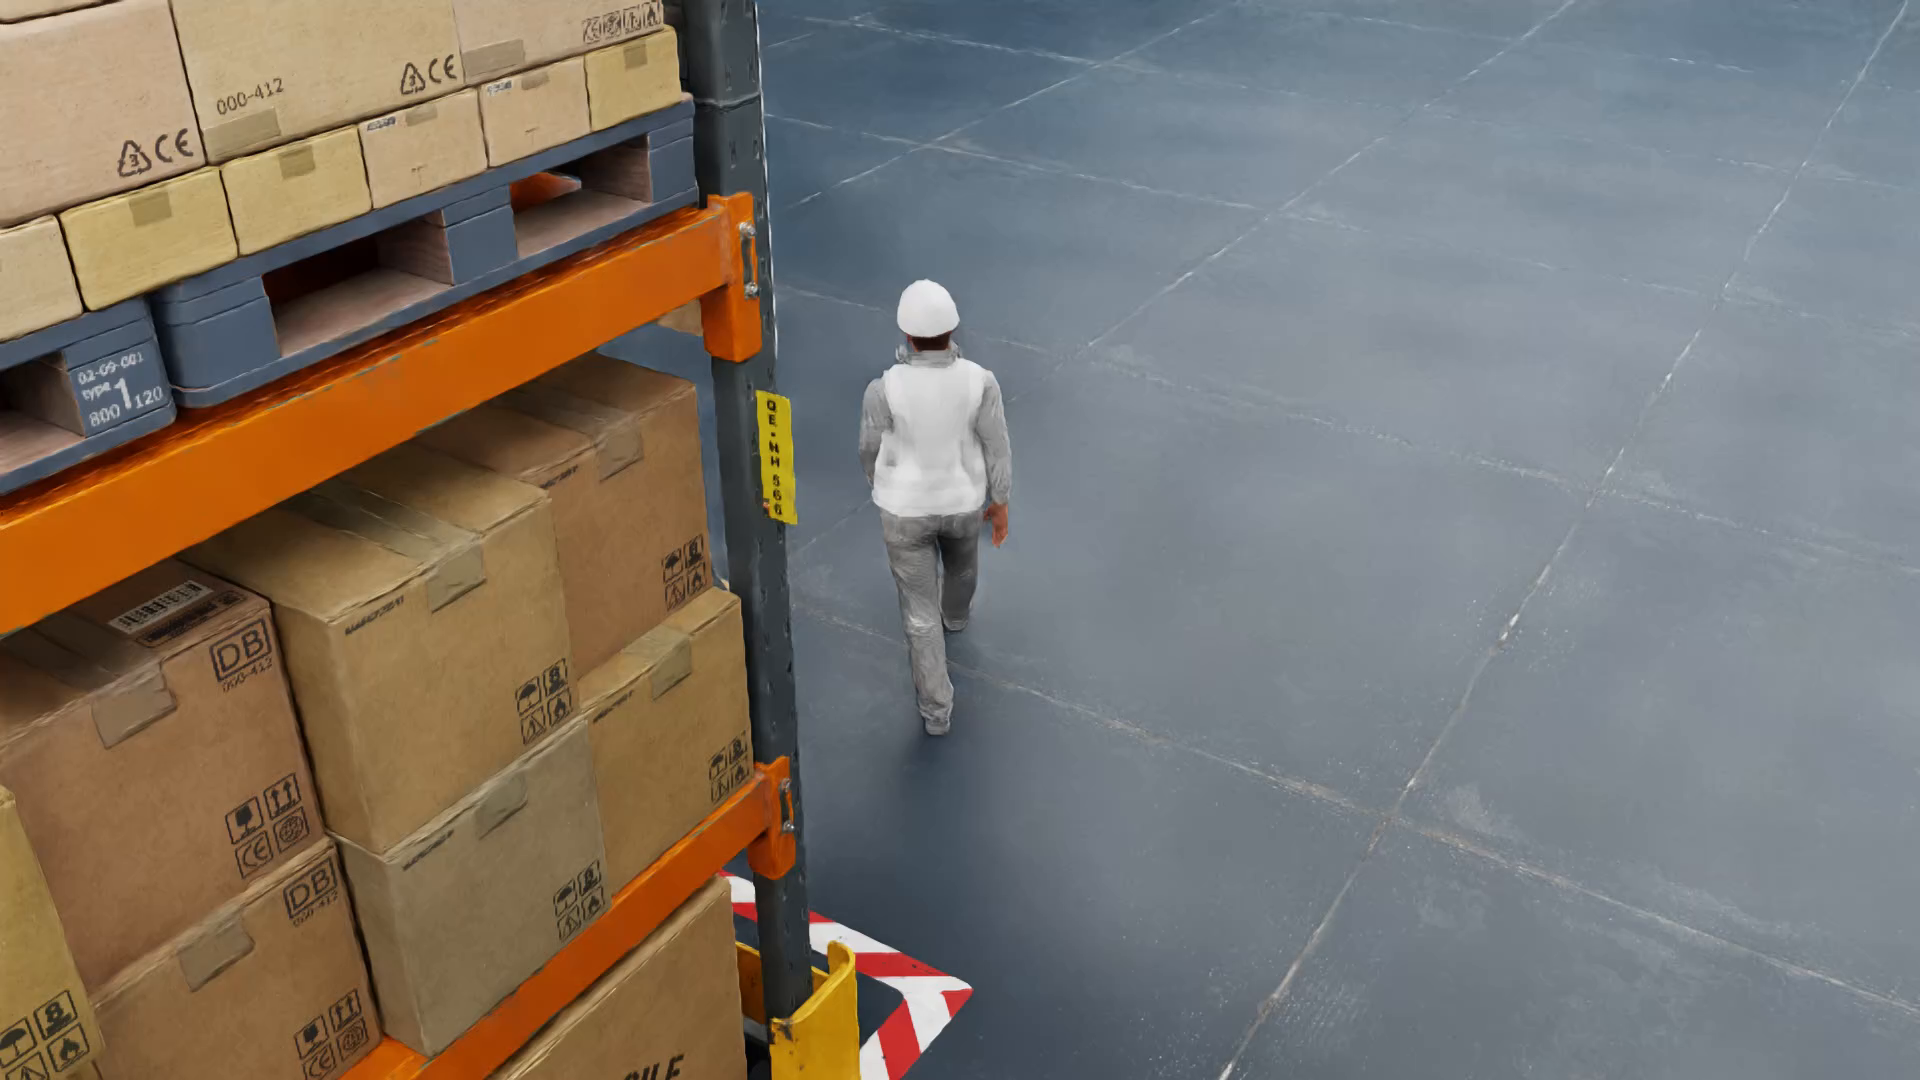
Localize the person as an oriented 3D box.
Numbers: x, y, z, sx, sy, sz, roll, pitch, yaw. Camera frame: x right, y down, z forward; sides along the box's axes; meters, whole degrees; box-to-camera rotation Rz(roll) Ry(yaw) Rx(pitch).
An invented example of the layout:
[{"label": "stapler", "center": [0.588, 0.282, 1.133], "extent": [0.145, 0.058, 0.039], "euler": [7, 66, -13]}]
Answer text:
[{"label": "person", "center": [-0.118, -0.212, 6.468], "extent": [0.571, 1.726, 0.989], "euler": [-10, 32, -16]}]
